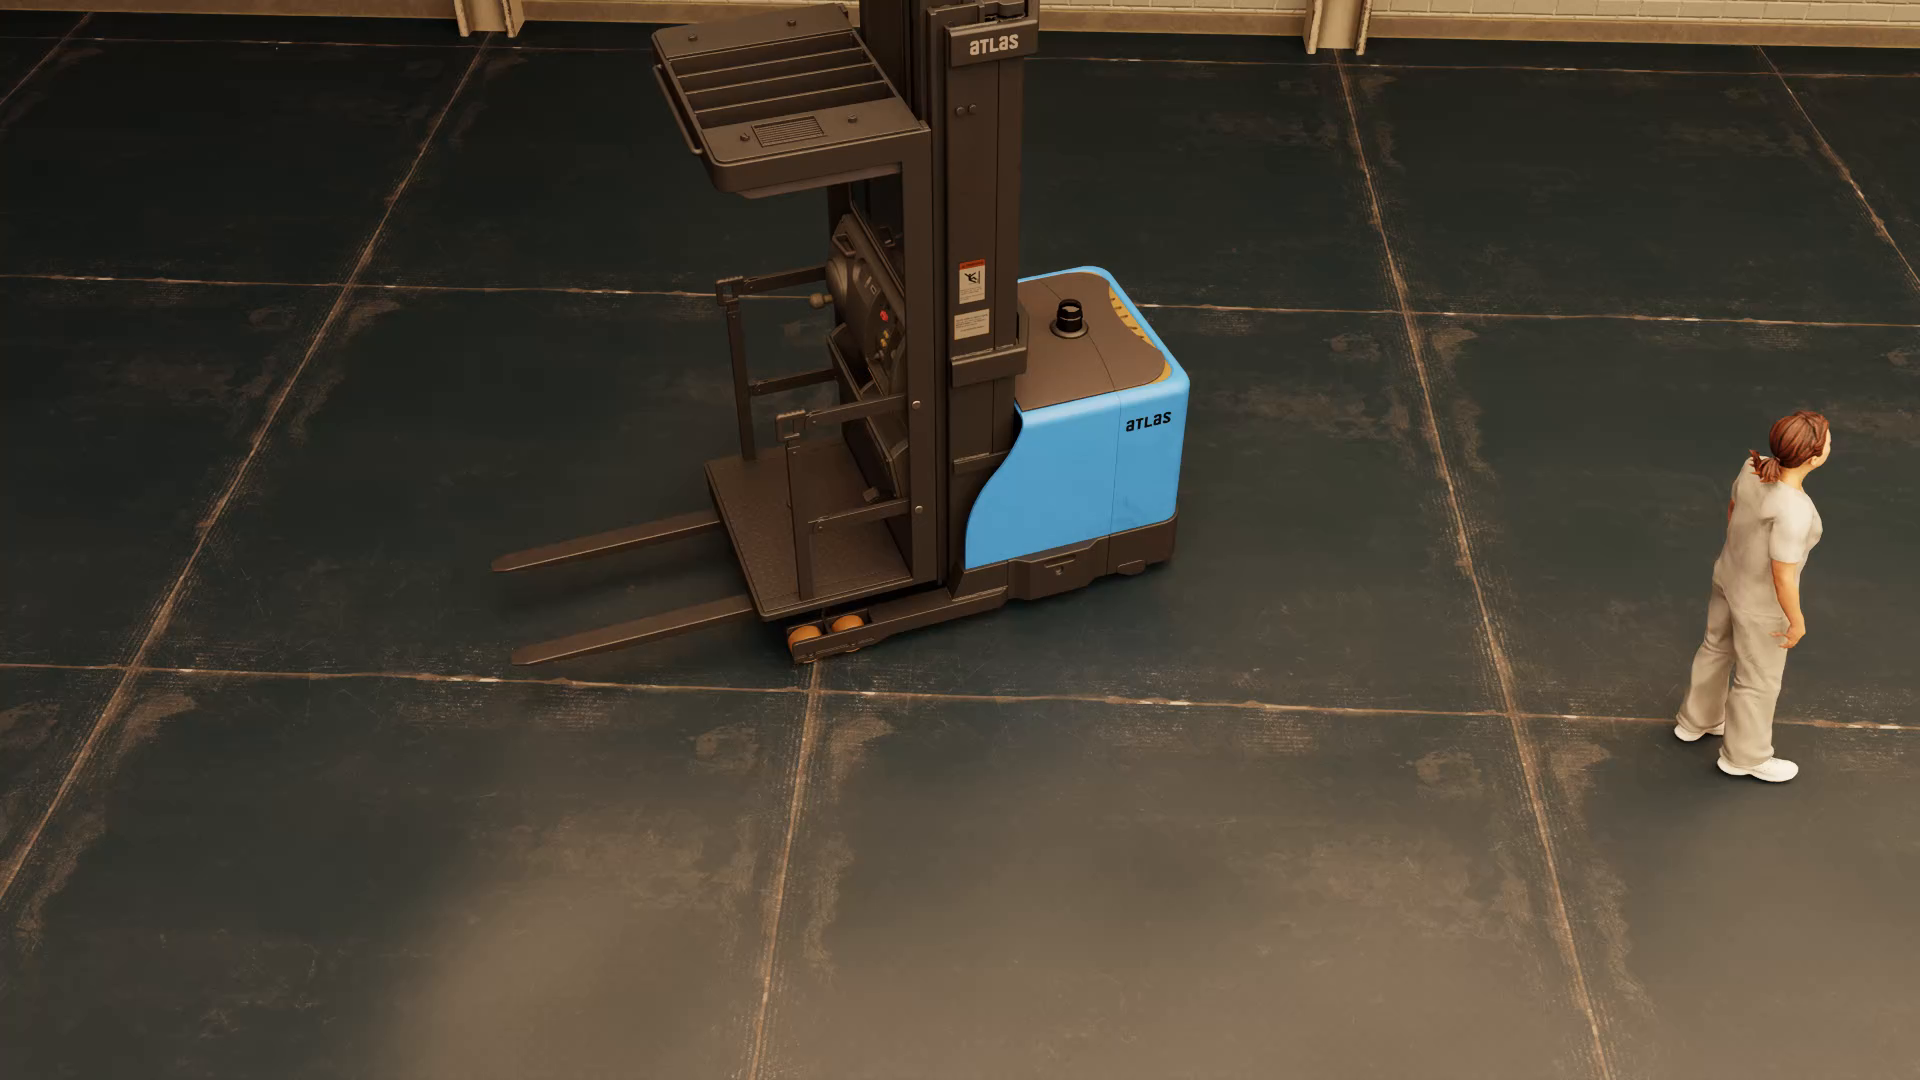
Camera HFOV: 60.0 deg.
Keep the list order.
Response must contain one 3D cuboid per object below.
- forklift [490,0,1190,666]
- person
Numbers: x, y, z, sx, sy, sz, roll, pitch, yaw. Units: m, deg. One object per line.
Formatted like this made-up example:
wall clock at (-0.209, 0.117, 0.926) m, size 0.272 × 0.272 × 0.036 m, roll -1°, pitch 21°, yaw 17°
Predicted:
forklift at (-0.573, -0.945, 6.778) m, size 3.031 × 2.935 × 1.130 m, roll -13°, pitch 44°, yaw -14°
person at (3.147, 0.201, 6.443) m, size 0.549 × 1.674 × 0.551 m, roll -2°, pitch 42°, yaw -3°
